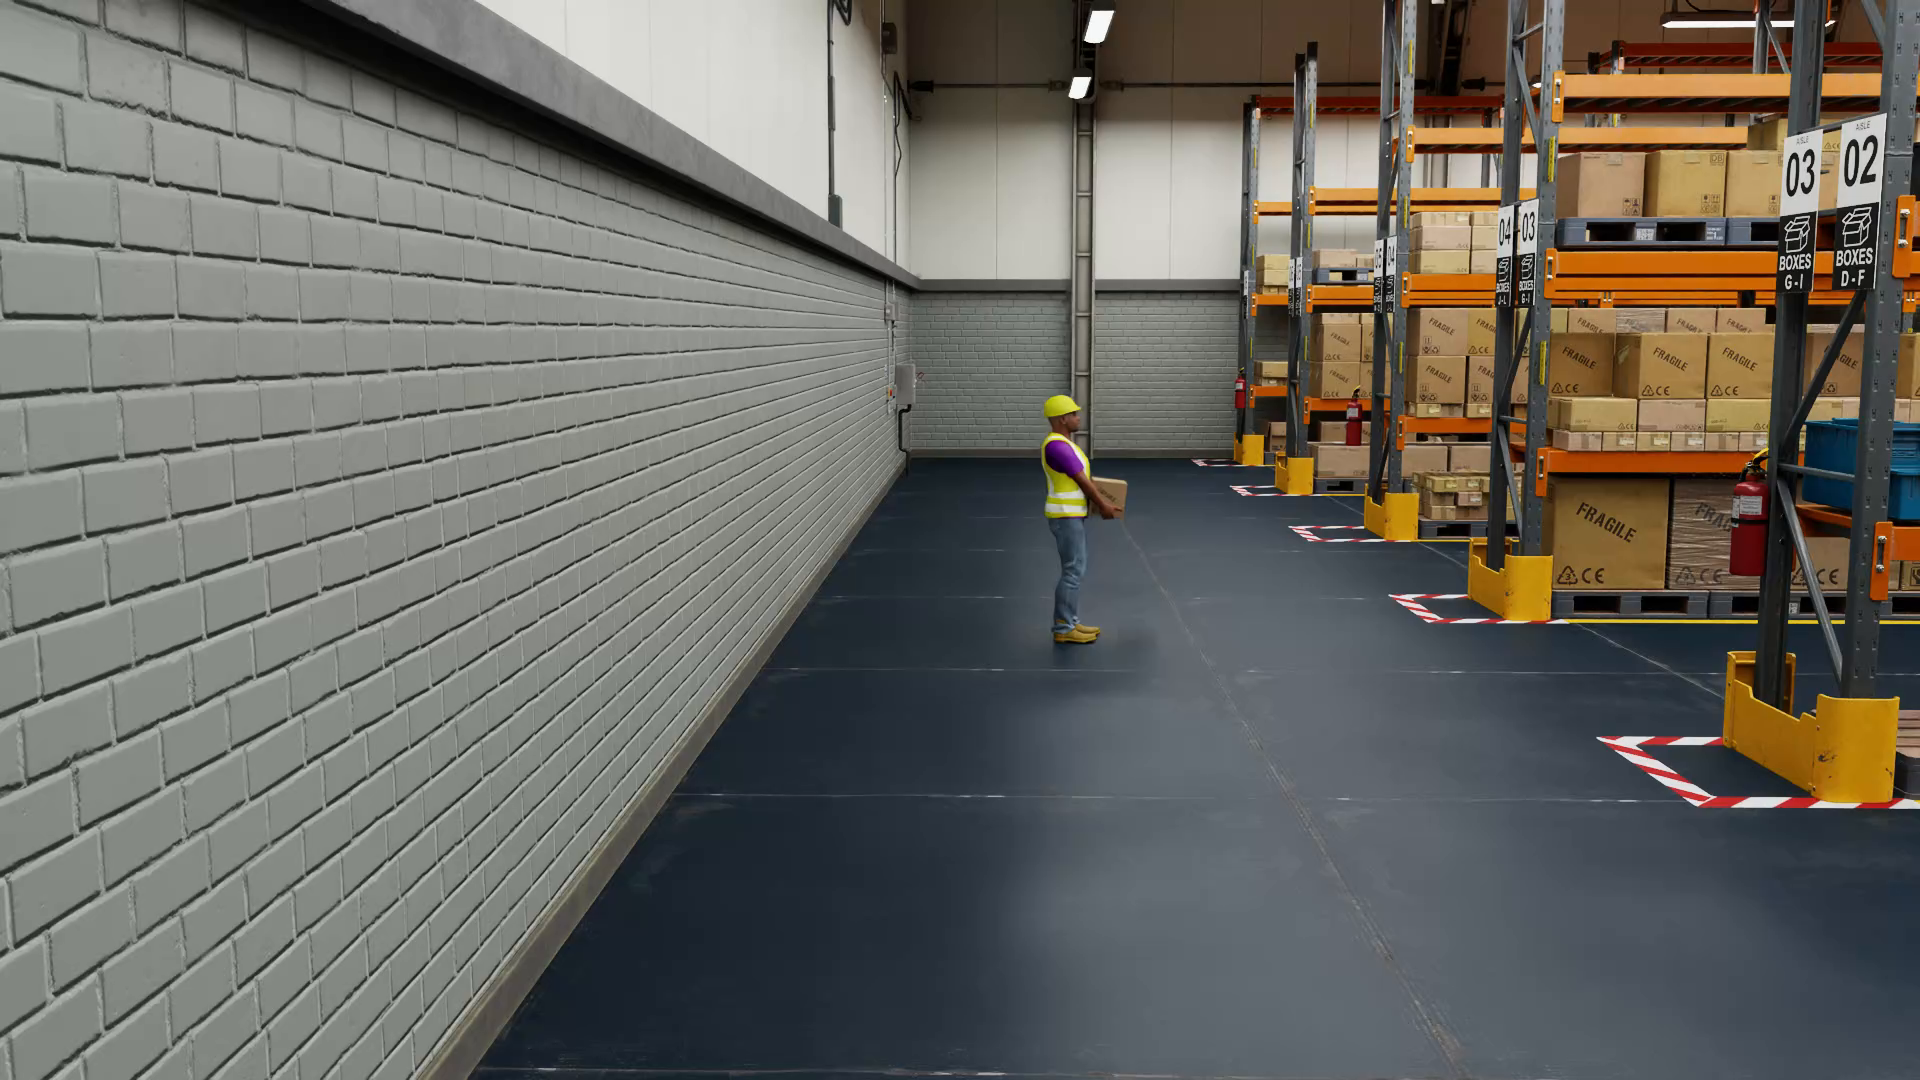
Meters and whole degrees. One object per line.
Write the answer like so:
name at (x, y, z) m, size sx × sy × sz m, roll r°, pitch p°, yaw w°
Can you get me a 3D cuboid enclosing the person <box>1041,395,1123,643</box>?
person at (0.872, -0.159, 11.957) m, size 0.587 × 1.760 × 0.503 m, roll 0°, pitch 7°, yaw 2°
